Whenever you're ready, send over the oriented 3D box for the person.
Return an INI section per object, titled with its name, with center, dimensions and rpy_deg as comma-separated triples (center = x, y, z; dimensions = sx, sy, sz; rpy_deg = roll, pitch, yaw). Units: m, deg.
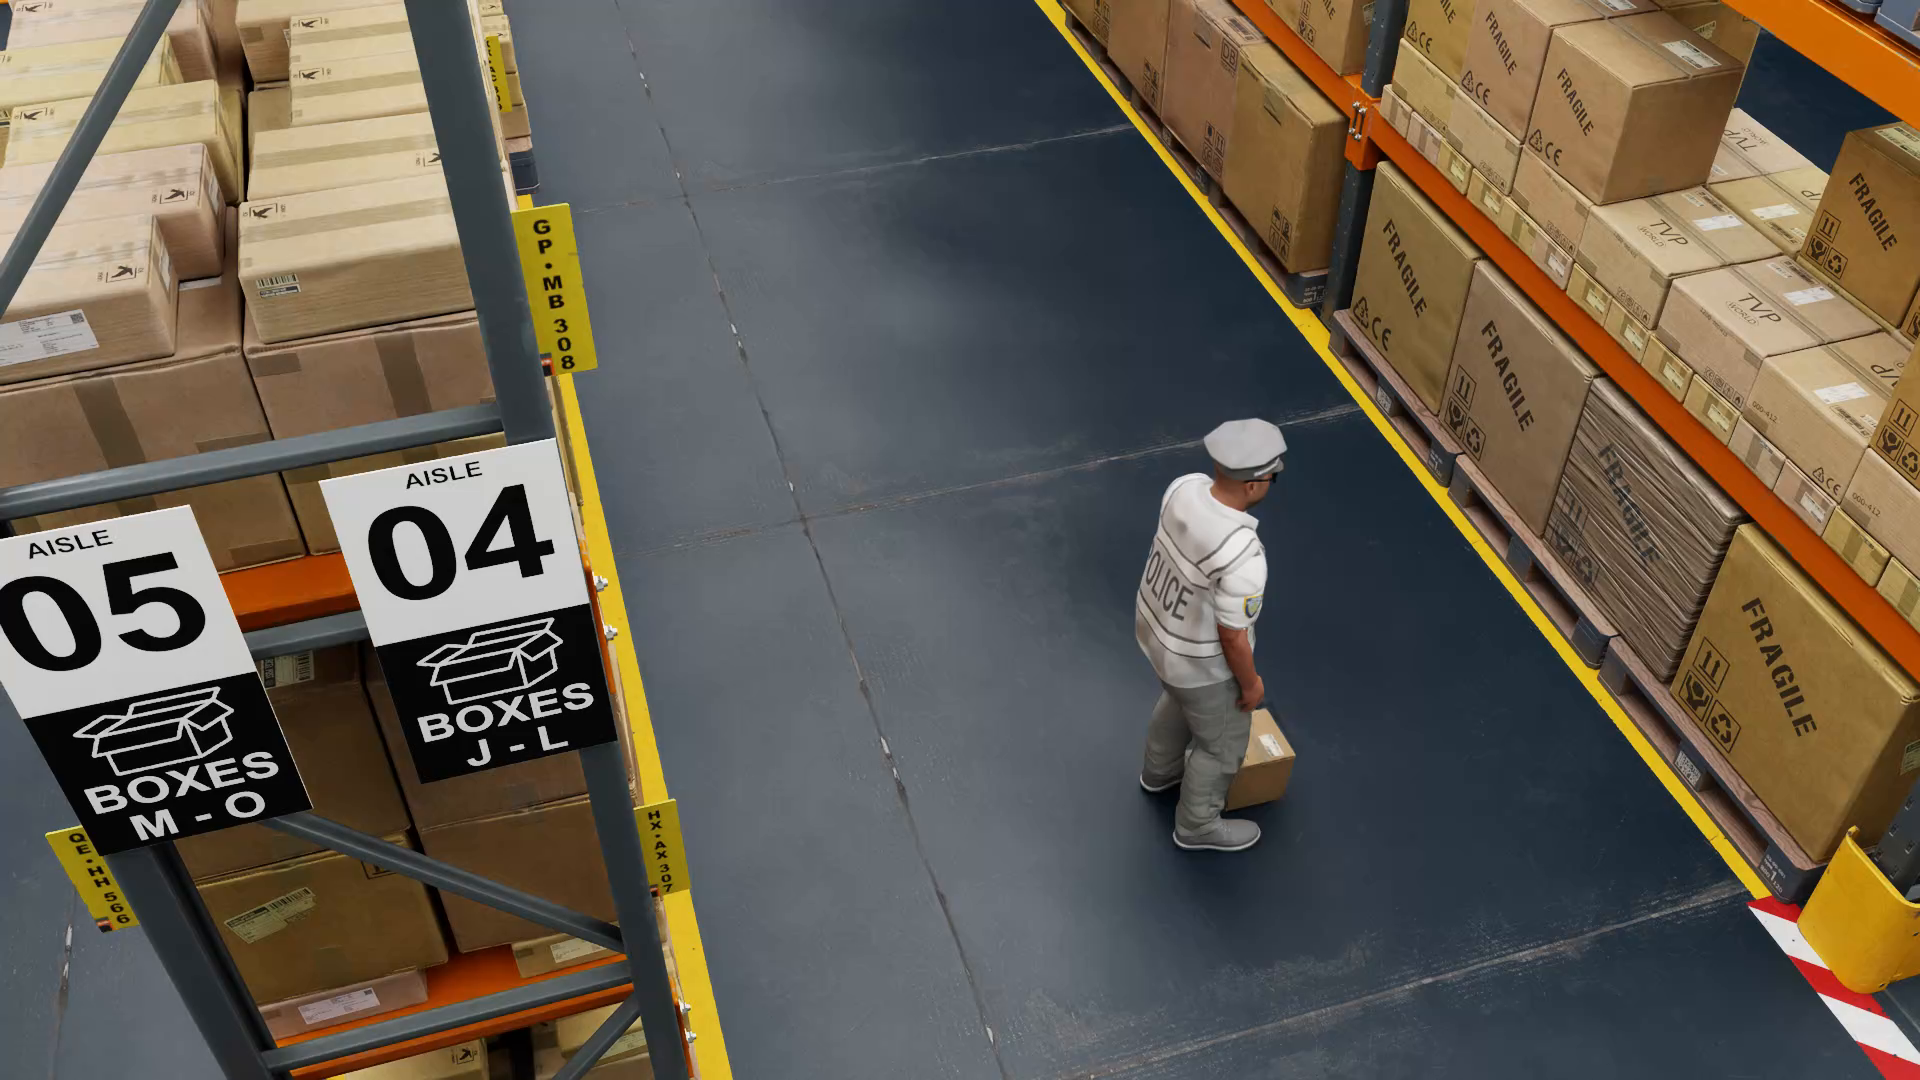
[person]
center = 0.840, 0.354, 5.760
dimensions = 0.434, 1.749, 0.574
rpy_deg = -13, 44, -14
